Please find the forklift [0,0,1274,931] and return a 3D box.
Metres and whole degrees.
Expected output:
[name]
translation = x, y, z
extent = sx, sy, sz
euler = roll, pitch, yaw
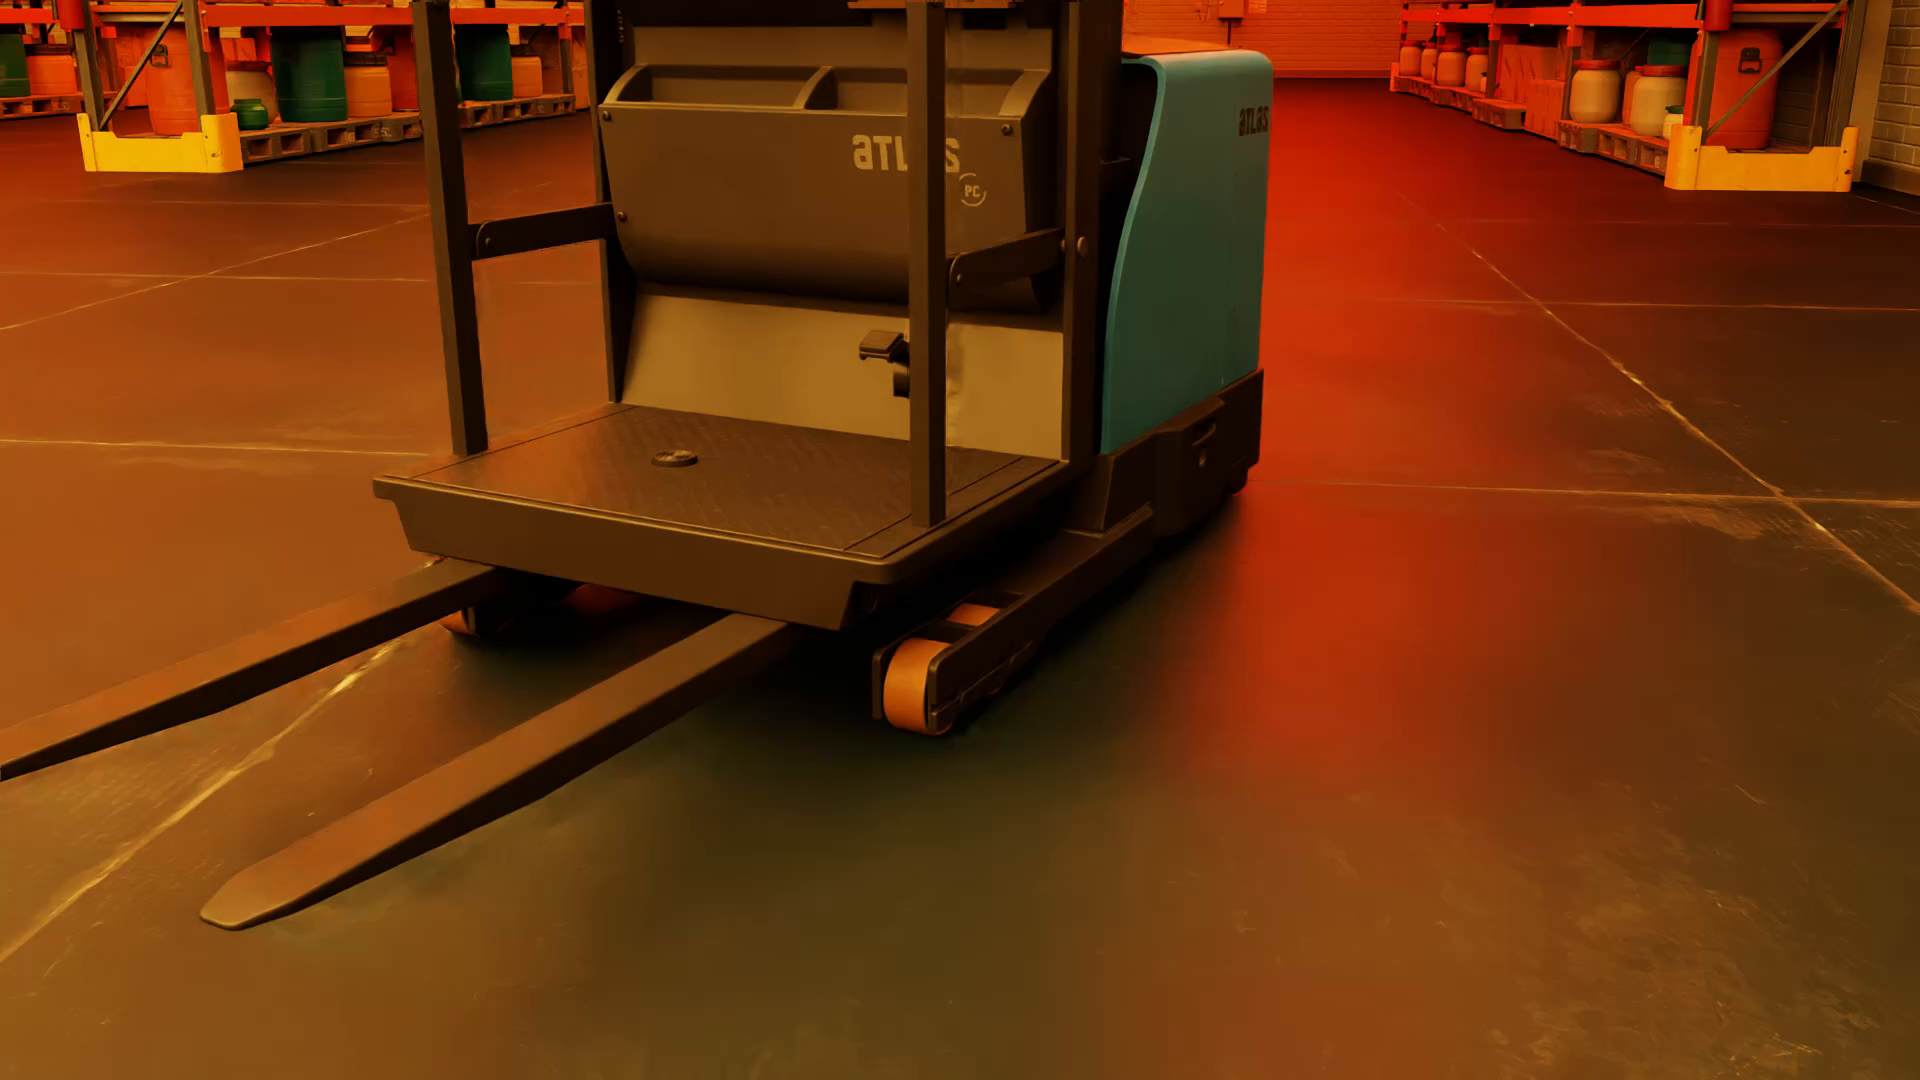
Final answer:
[forklift]
translation = -0.367, -1.221, 2.825
extent = 1.130, 2.935, 3.031
euler = 9, 20, 26
